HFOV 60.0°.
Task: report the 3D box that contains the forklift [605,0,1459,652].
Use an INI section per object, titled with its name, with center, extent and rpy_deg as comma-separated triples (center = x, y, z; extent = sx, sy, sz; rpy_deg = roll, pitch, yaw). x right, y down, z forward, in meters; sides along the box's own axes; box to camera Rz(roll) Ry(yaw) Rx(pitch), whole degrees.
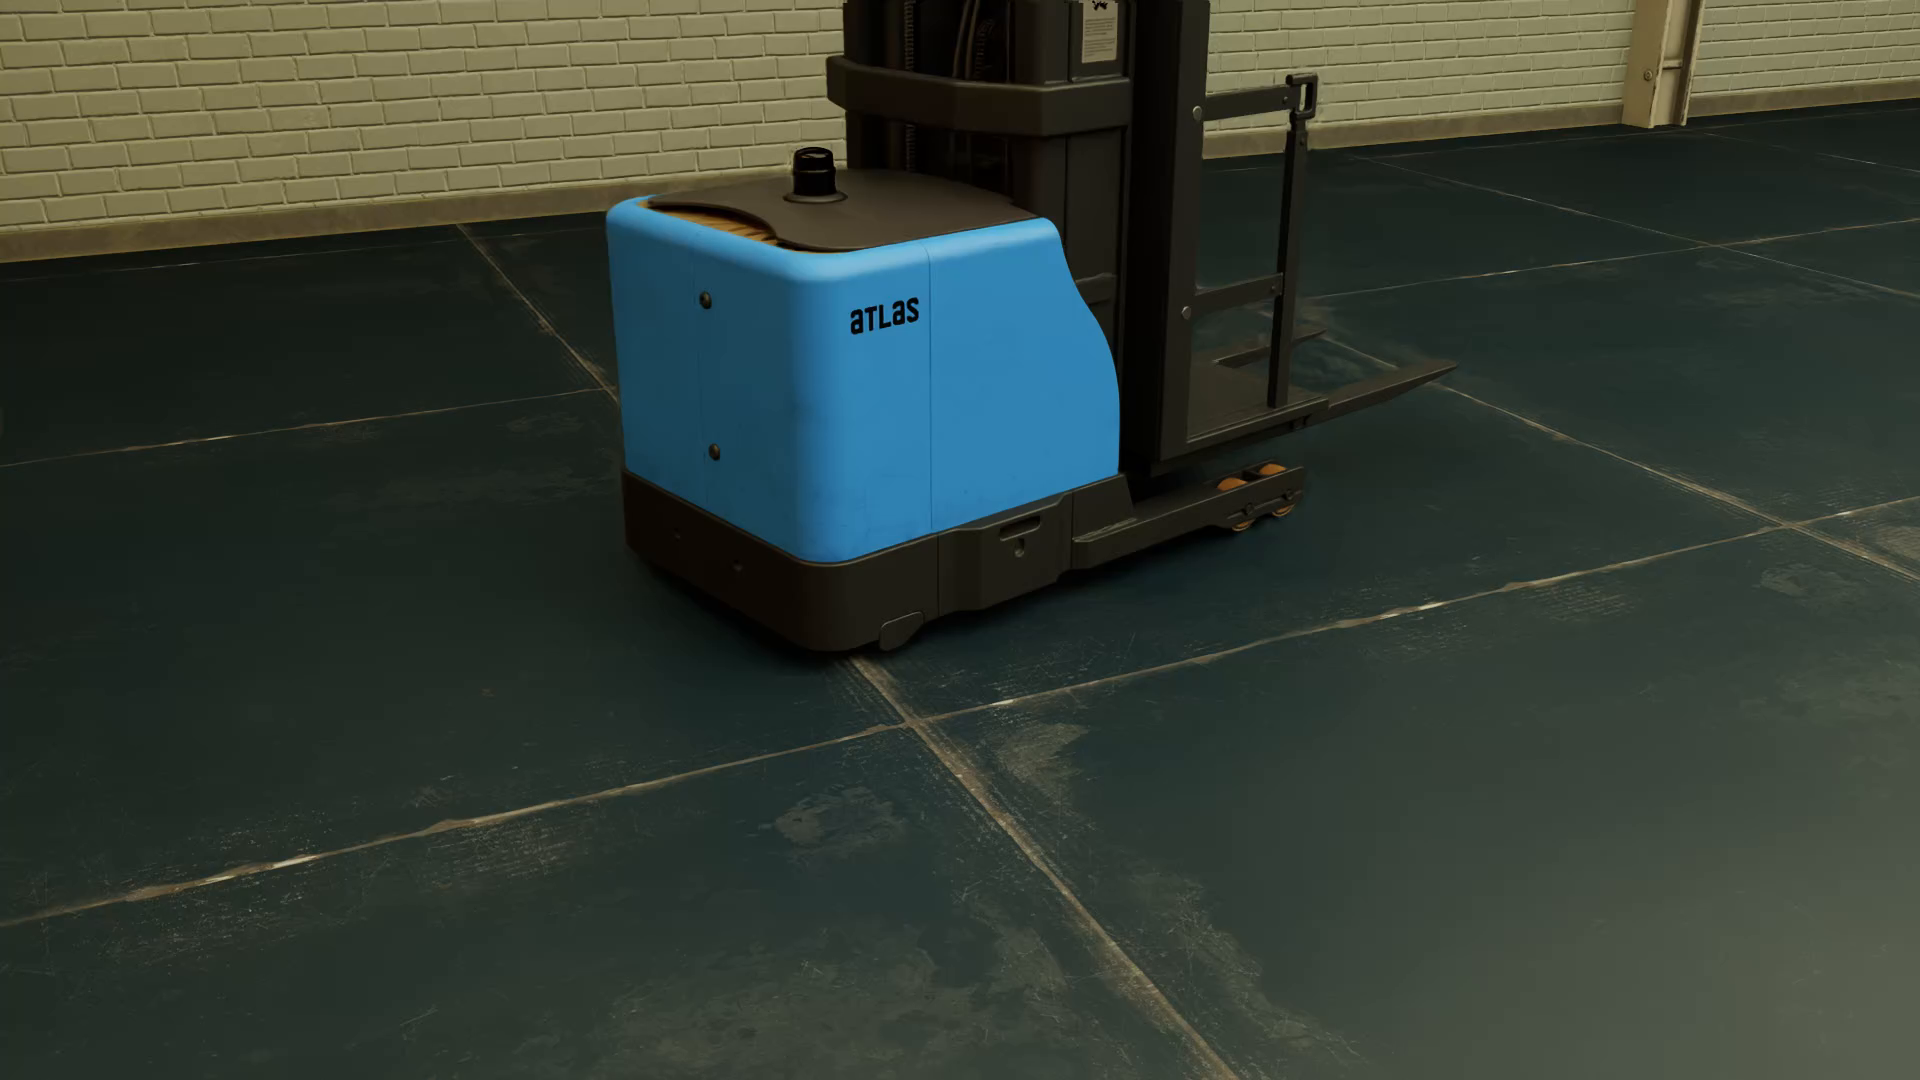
[forklift]
center = 0.463, -1.515, 4.934
extent = 3.031, 2.935, 1.130
rpy_deg = -18, 29, -37
